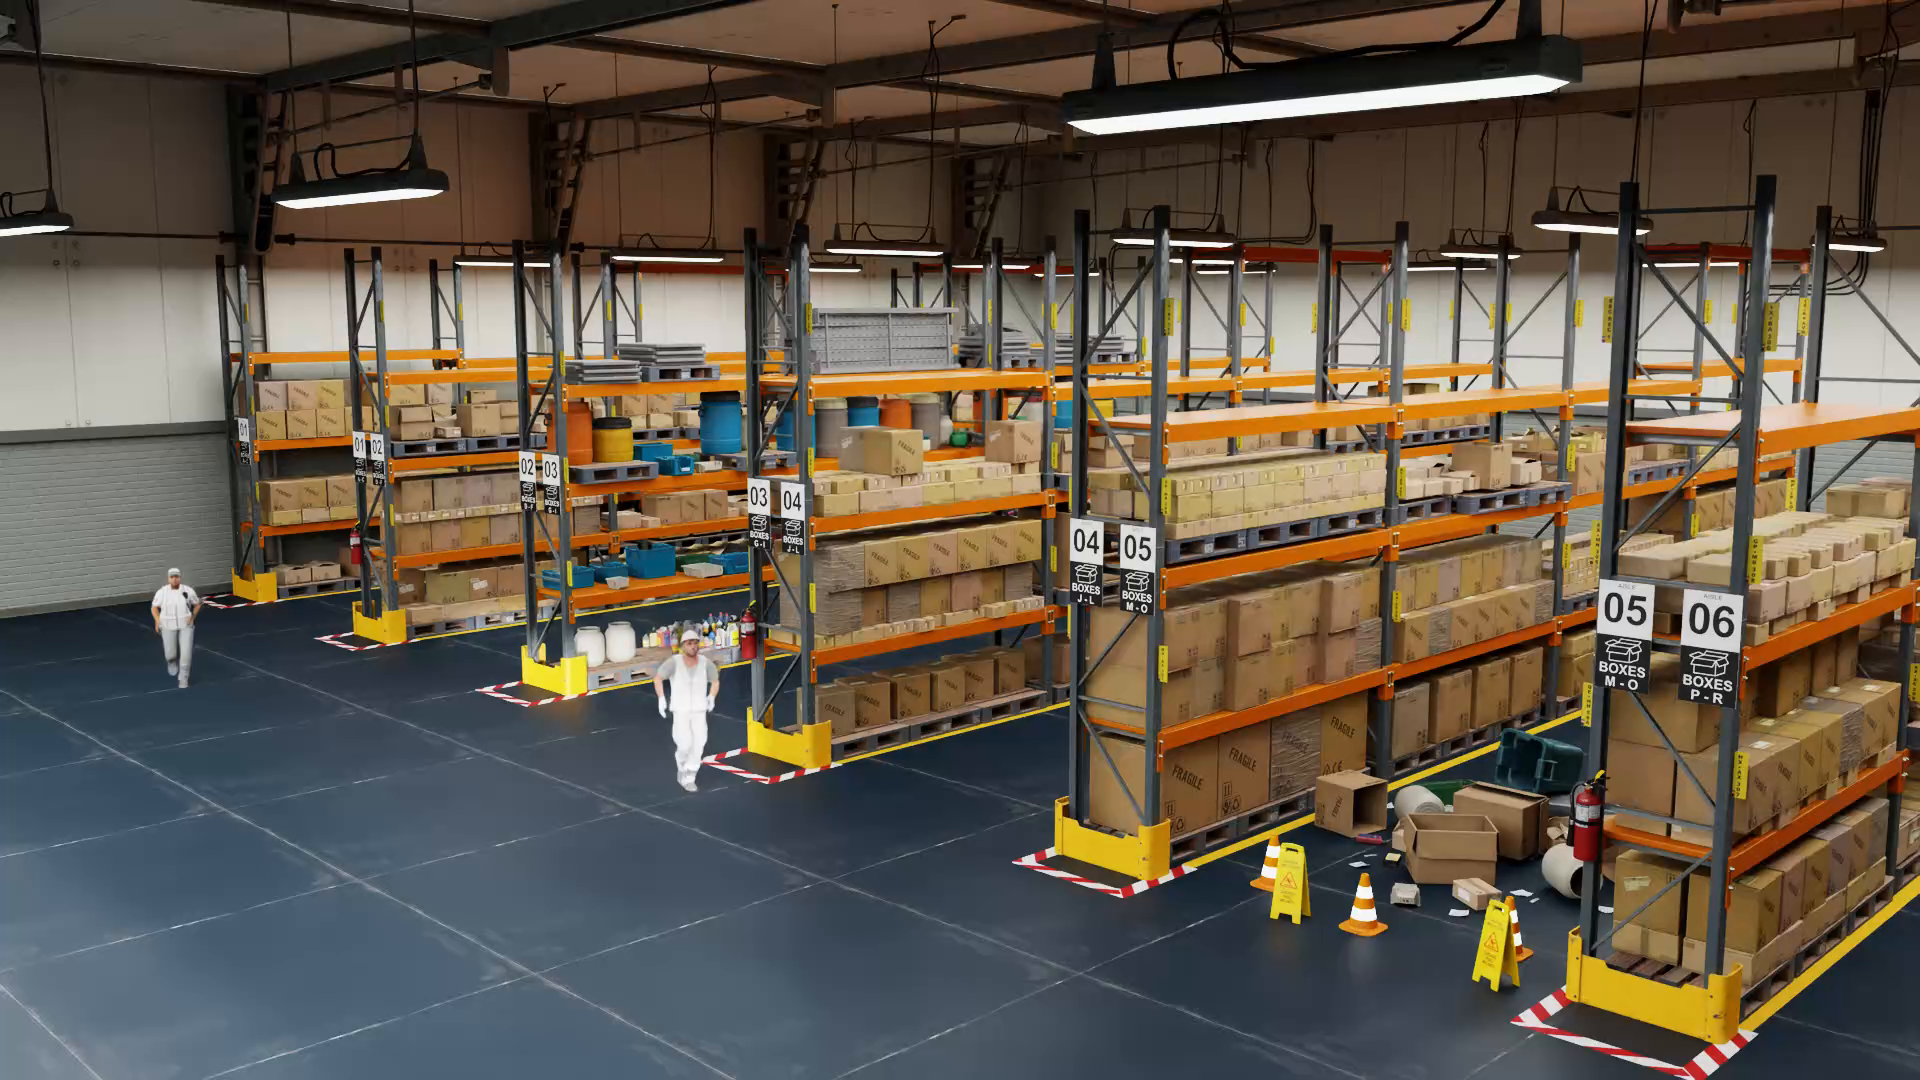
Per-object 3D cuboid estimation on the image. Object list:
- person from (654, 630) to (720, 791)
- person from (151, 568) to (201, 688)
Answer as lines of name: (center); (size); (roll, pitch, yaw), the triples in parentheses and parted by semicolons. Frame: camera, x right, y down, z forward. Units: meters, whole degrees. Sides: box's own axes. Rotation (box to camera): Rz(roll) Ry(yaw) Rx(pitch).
person: (-2.852, 1.826, 17.603); (0.675, 1.748, 0.527); (-3, 9, -20)
person: (-10.624, 1.184, 22.581); (0.617, 1.627, 0.552); (-4, 9, -26)
